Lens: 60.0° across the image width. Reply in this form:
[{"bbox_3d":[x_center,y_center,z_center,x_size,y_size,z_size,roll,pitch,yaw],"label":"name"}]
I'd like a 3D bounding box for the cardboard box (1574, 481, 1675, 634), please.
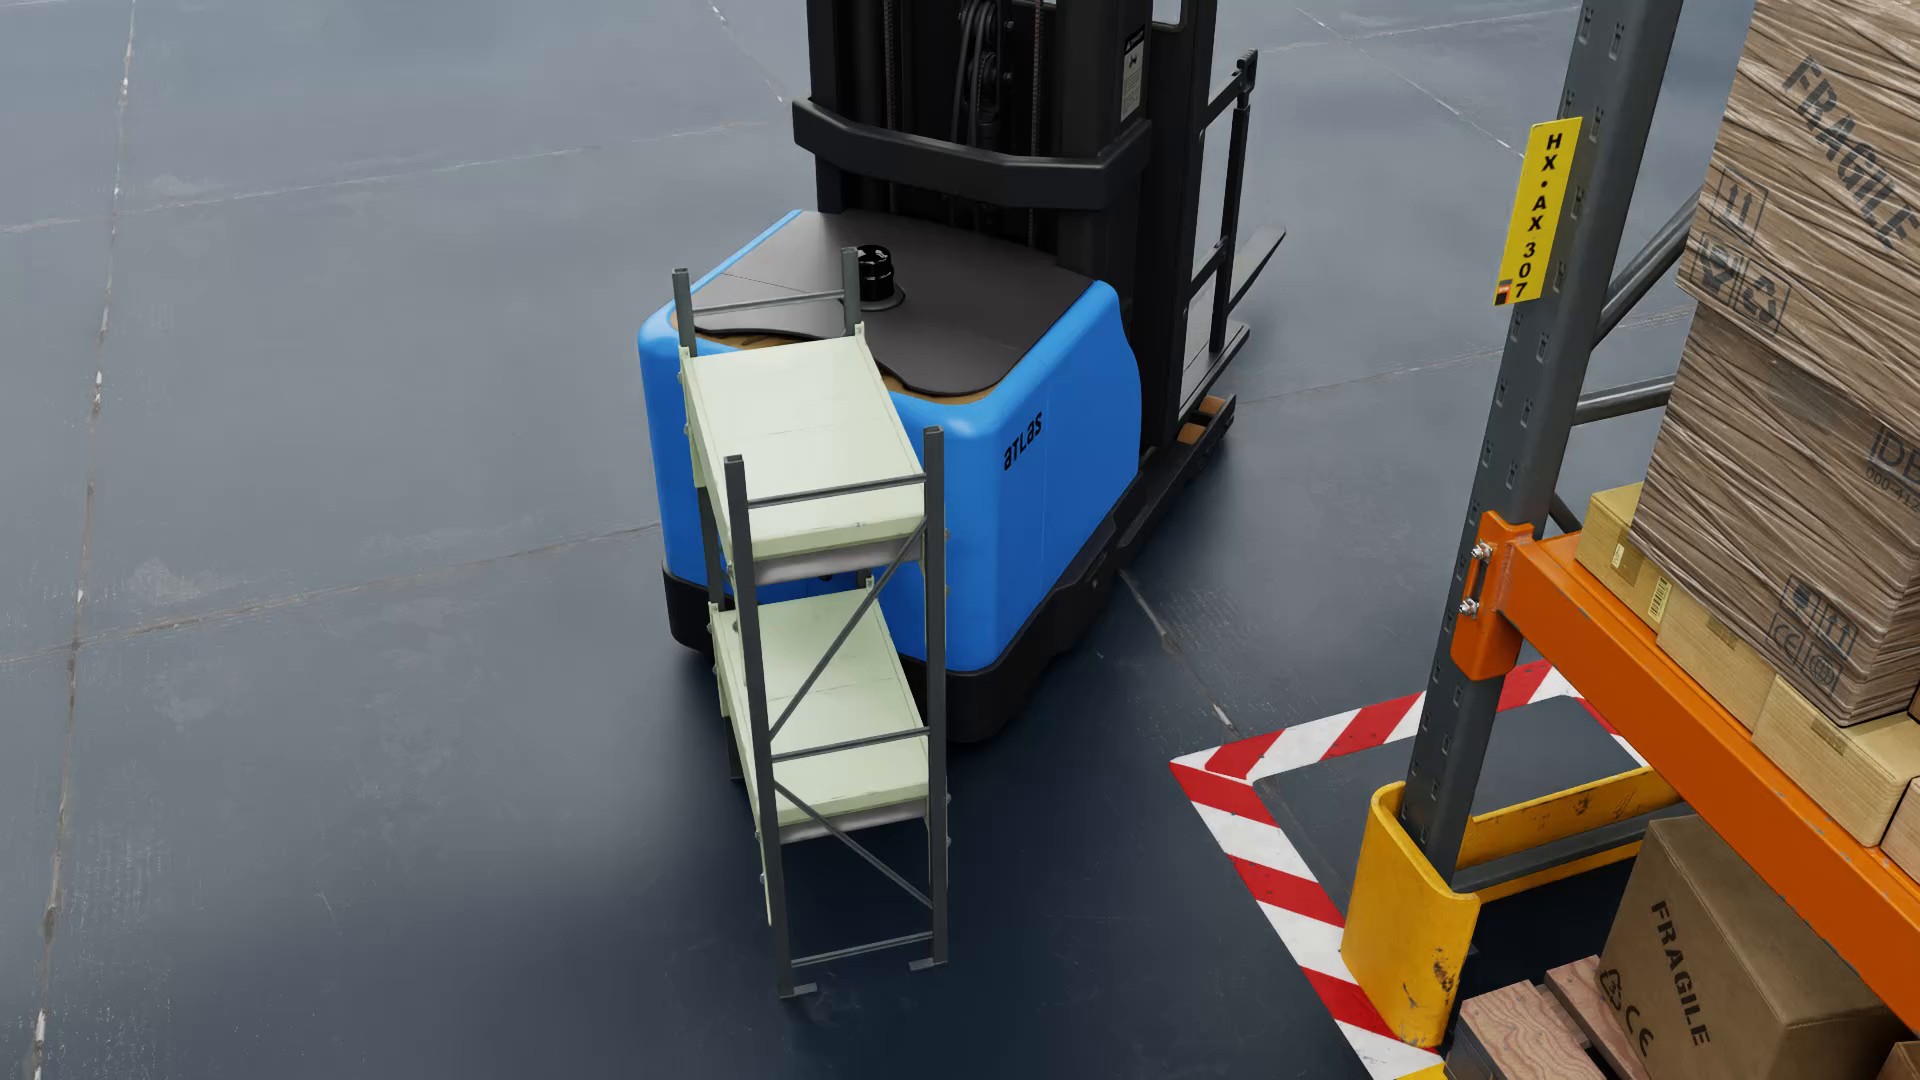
[{"bbox_3d":[1.341,0.005,2.960,0.380,0.149,0.250,-12,39,-16],"label":"cardboard box"}]

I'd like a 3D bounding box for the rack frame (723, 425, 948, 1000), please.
[{"bbox_3d":[-0.225,0.426,3.438,0.400,1.500,0.023,-9,38,-12],"label":"rack frame"}]

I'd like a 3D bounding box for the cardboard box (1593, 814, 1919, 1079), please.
[{"bbox_3d":[1.665,0.881,3.316,0.500,0.500,0.500,-6,37,-7],"label":"cardboard box"}]

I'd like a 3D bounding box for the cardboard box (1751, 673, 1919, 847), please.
[{"bbox_3d":[1.481,0.294,2.575,0.380,0.149,0.250,-12,39,-16],"label":"cardboard box"}]

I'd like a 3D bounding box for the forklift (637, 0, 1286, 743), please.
[{"bbox_3d":[0.286,-1.506,4.813,1.130,2.935,3.031,17,40,21],"label":"forklift"}]

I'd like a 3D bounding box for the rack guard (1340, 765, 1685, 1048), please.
[{"bbox_3d":[1.492,0.735,3.858,1.175,0.500,0.348,-12,39,-16],"label":"rack guard"}]

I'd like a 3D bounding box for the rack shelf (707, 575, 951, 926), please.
[{"bbox_3d":[-0.320,0.474,3.916,0.431,0.370,0.720,-9,38,-12],"label":"rack shelf"}]

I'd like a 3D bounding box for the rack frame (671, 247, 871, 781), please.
[{"bbox_3d":[-0.415,0.001,4.002,0.400,1.500,0.023,-9,38,-12],"label":"rack frame"}]

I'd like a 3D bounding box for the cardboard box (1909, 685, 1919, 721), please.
[{"bbox_3d":[1.914,0.109,2.282,0.875,0.500,0.500,-12,39,-16],"label":"cardboard box"}]

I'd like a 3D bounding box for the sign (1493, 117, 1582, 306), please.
[{"bbox_3d":[0.957,-0.539,2.754,0.100,0.325,0.005,-12,39,-16],"label":"sign"}]

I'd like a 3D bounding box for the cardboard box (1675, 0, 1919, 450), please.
[{"bbox_3d":[1.400,-0.497,2.255,0.500,0.500,0.500,-12,39,-16],"label":"cardboard box"}]

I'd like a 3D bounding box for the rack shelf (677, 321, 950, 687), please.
[{"bbox_3d":[-0.320,-0.098,3.485,0.431,0.370,0.720,-9,38,-12],"label":"rack shelf"}]

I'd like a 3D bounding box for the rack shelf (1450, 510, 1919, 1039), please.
[{"bbox_3d":[2.155,1.111,1.880,1.077,0.370,4.000,-12,39,-16],"label":"rack shelf"}]

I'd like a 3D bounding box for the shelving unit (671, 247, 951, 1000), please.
[{"bbox_3d":[-0.320,0.213,3.720,0.431,1.500,0.755,-9,38,-12],"label":"shelving unit"}]

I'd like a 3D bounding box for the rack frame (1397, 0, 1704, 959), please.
[{"bbox_3d":[1.466,-0.306,3.163,1.000,3.000,0.127,-12,39,-16],"label":"rack frame"}]

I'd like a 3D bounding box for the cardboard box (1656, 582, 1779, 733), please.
[{"bbox_3d":[1.409,0.150,2.767,0.380,0.149,0.250,-12,39,-16],"label":"cardboard box"}]

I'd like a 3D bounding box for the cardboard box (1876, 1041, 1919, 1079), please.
[{"bbox_3d":[1.903,1.211,2.877,0.500,0.500,0.500,-3,37,-4],"label":"cardboard box"}]

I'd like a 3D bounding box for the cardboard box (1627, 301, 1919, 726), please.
[{"bbox_3d":[1.630,-0.148,2.624,0.875,0.500,0.500,-12,39,-16],"label":"cardboard box"}]

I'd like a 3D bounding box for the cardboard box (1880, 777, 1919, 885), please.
[{"bbox_3d":[1.586,0.431,2.393,0.380,0.149,0.250,-12,39,-16],"label":"cardboard box"}]

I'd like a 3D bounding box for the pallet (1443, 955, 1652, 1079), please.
[{"bbox_3d":[1.739,1.317,3.326,1.003,0.211,1.213,-12,39,-16],"label":"pallet"}]
